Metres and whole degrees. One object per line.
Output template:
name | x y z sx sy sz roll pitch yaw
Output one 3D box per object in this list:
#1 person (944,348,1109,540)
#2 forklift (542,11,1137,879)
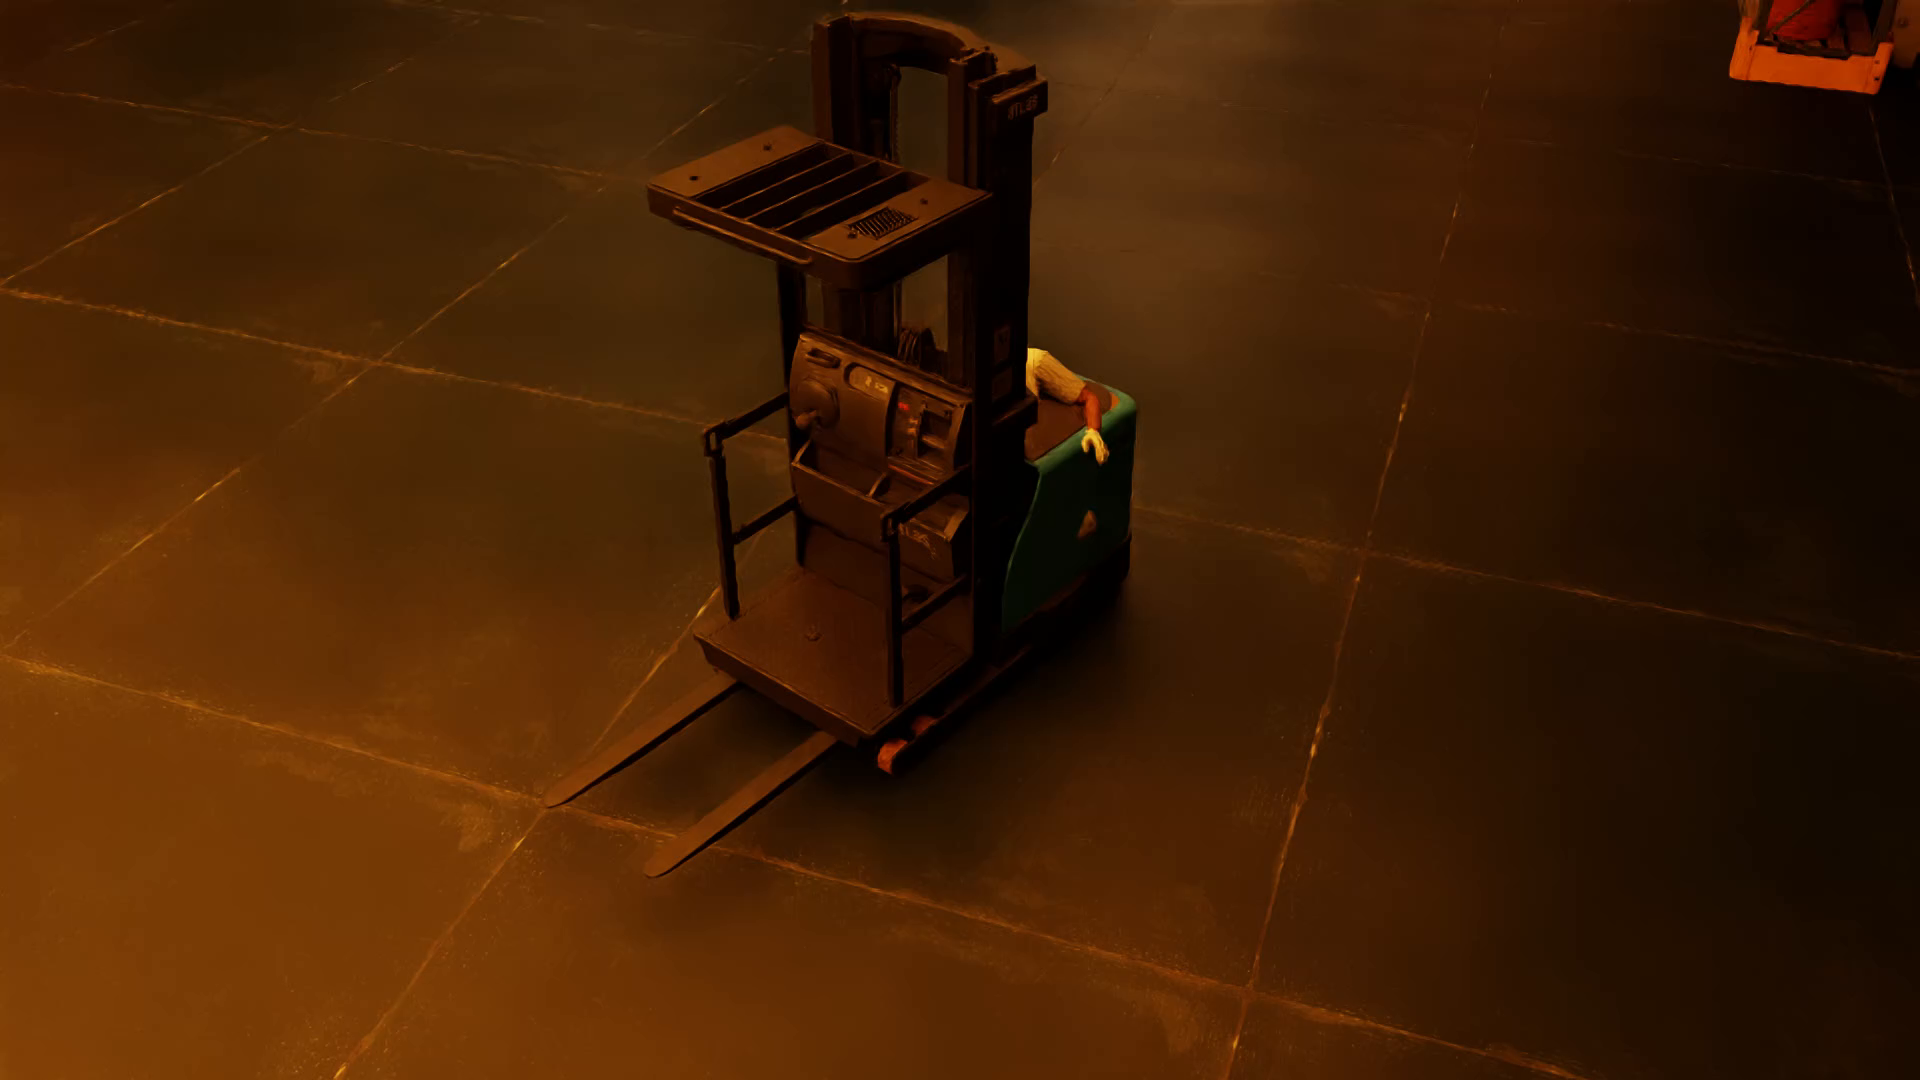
person | 0.190 -0.305 7.737 0.978 1.499 0.808 2 35 3
forklift | -0.484 -0.505 6.824 1.130 2.935 3.031 25 43 31
